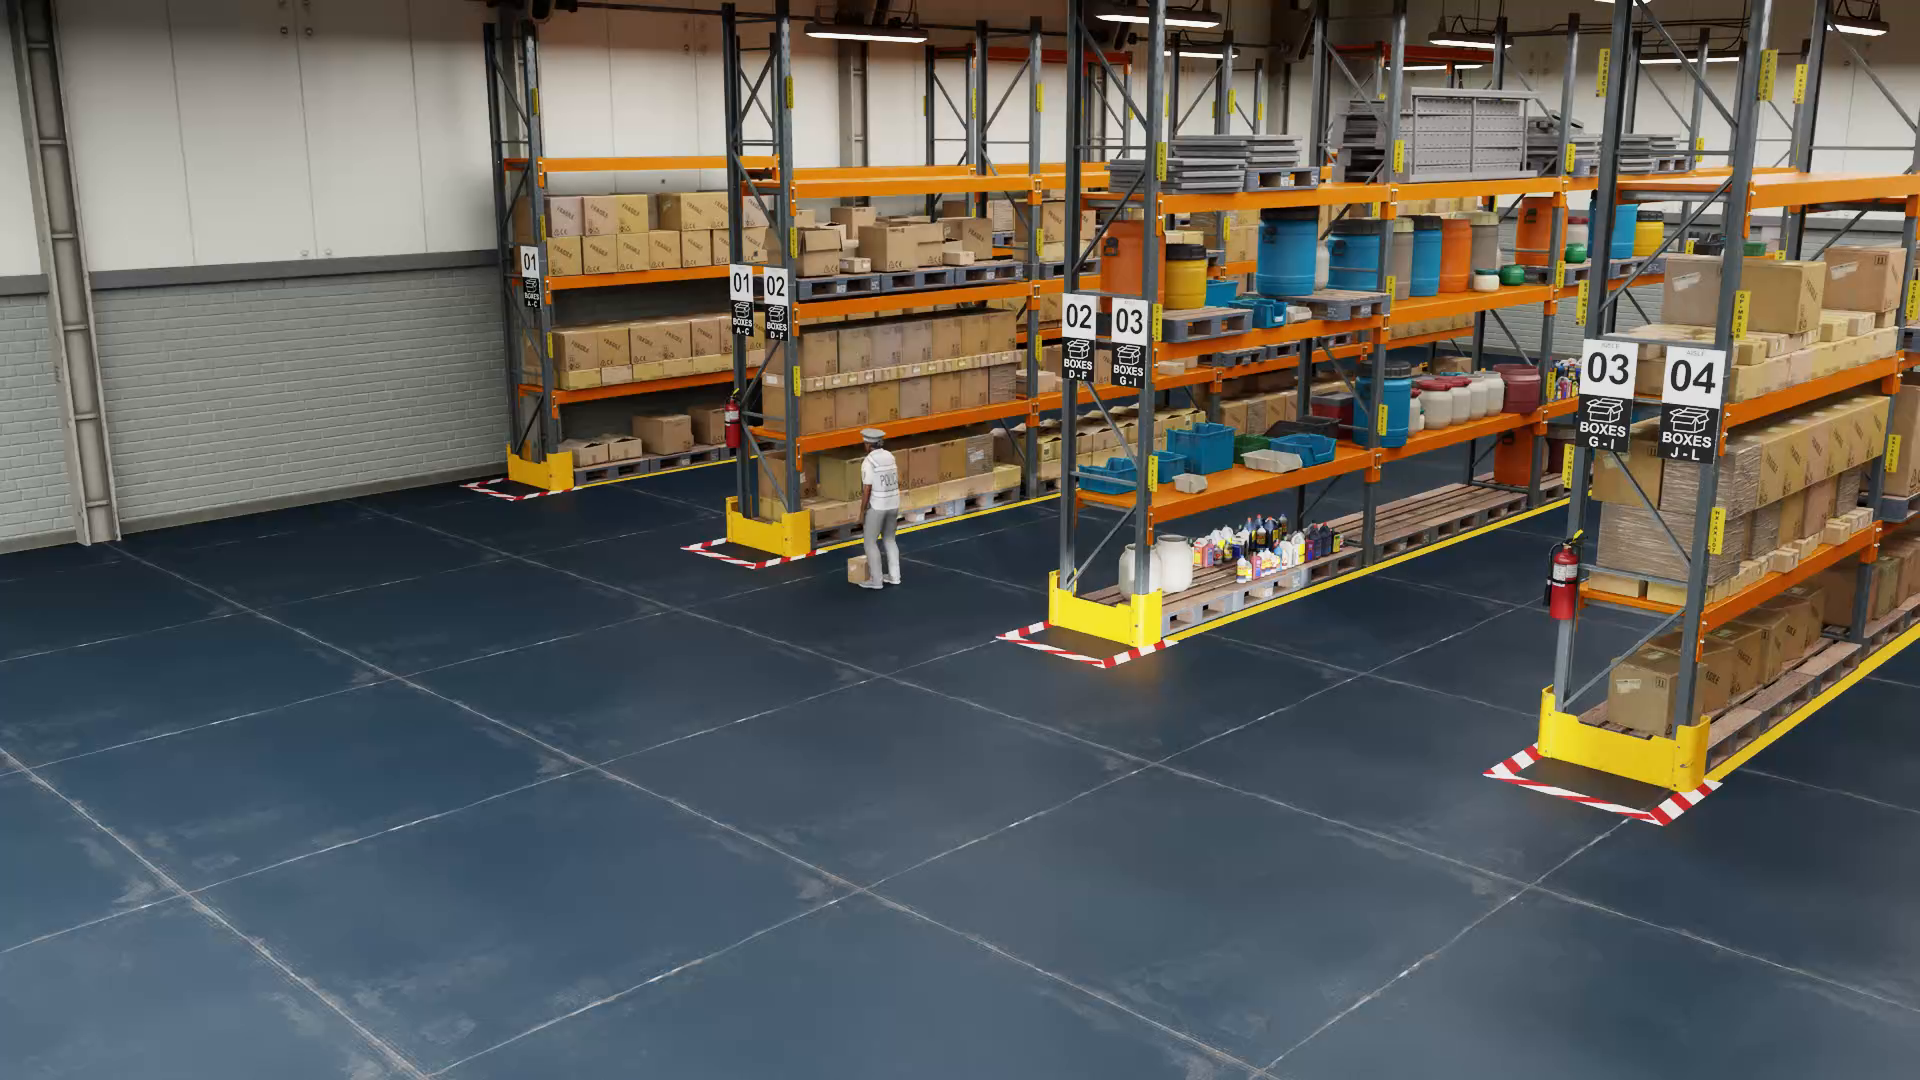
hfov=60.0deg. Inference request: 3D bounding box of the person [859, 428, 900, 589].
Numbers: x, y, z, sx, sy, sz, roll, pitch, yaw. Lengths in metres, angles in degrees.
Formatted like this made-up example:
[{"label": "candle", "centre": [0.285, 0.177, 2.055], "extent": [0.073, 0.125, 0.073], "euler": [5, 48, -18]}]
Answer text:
[{"label": "person", "centre": [-0.835, -0.326, 17.325], "extent": [0.392, 1.657, 0.505], "euler": [13, 19, 43]}]
